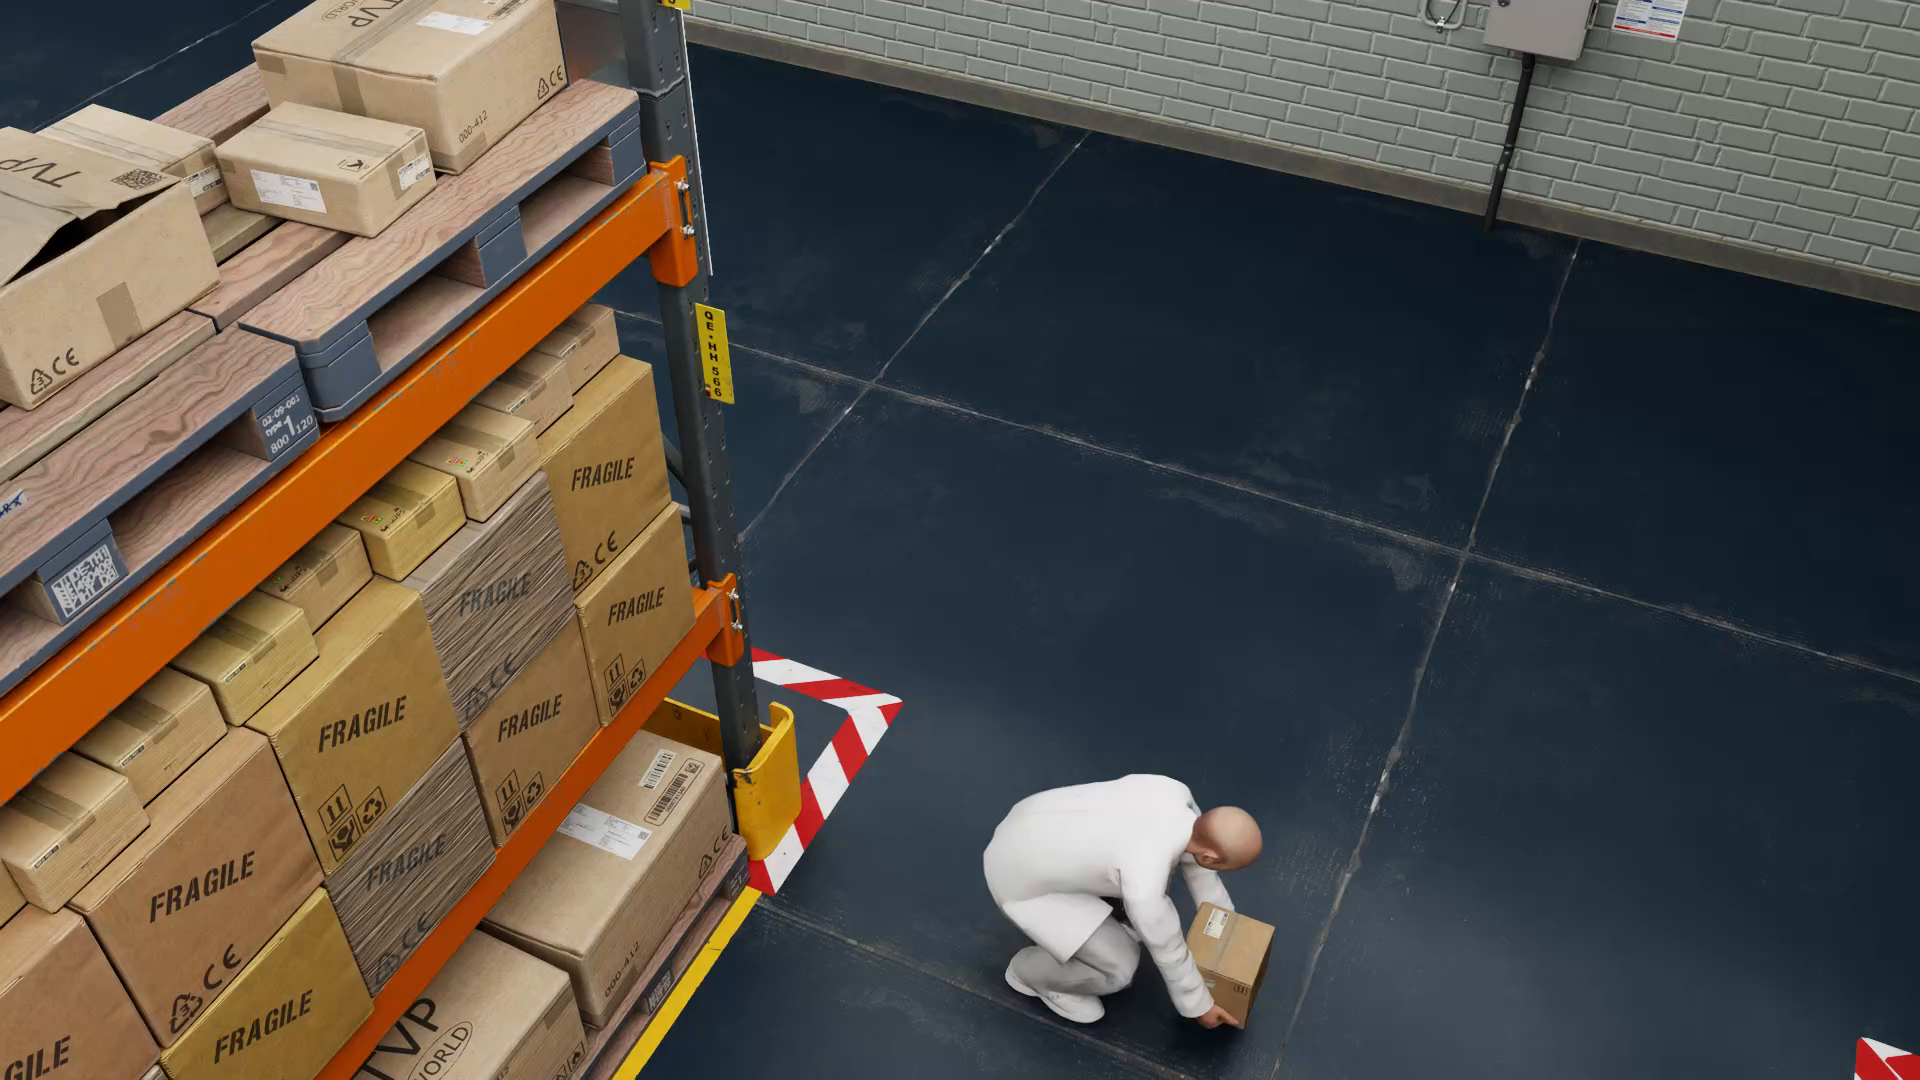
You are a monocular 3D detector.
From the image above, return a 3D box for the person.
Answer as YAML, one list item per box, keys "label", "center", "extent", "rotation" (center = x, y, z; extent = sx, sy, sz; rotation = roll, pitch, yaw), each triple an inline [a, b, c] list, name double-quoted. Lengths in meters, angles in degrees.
- label: "person"
  center: [0.532, 1.171, 5.452]
  extent: [0.941, 0.978, 0.580]
  rotation: [16, 44, 17]
